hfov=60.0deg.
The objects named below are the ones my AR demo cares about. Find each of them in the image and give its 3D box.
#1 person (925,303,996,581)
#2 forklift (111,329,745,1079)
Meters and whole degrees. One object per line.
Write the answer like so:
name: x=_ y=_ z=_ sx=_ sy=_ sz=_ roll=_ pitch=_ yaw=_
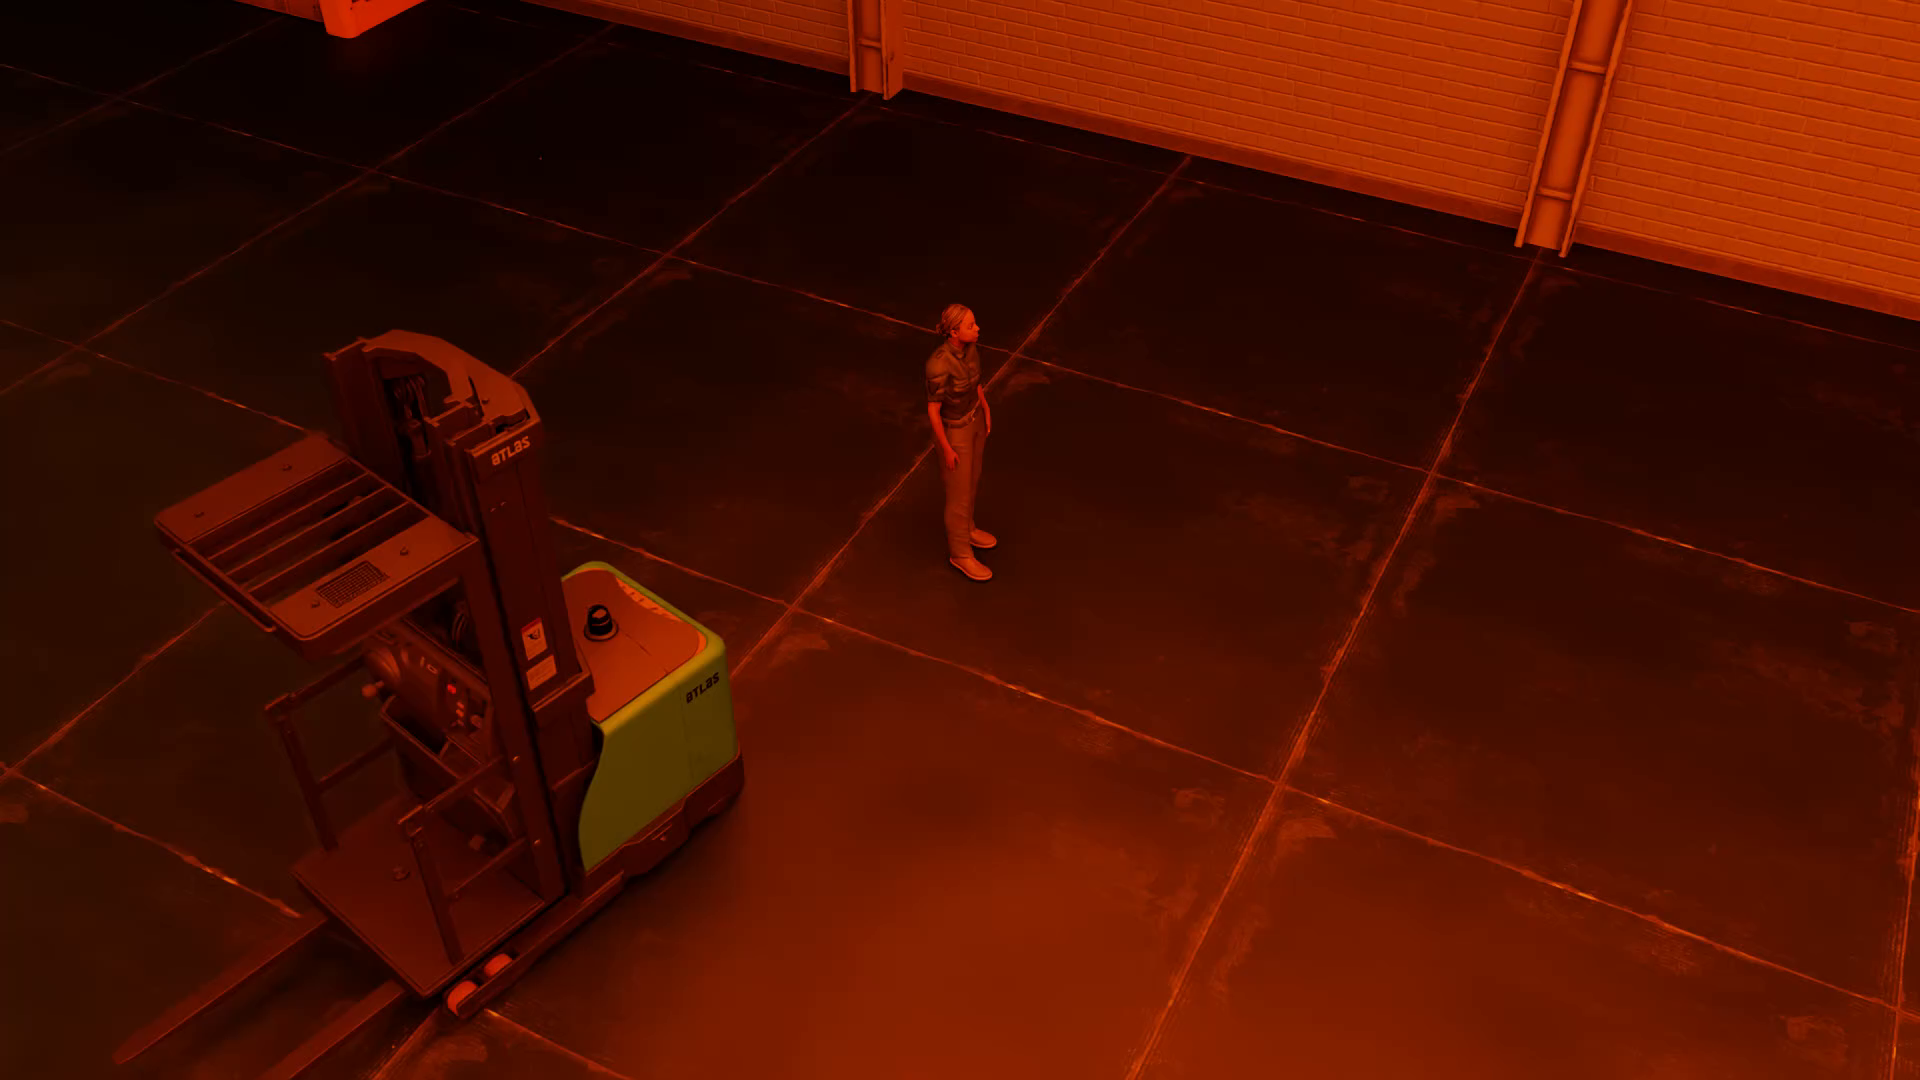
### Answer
person: x=0.068 y=-0.596 z=9.684 sx=0.504 sy=1.643 sz=0.569 roll=18 pitch=43 yaw=21
forklift: x=-2.461 y=0.703 z=7.152 sx=1.130 sy=2.935 sz=3.031 roll=29 pitch=48 yaw=30
